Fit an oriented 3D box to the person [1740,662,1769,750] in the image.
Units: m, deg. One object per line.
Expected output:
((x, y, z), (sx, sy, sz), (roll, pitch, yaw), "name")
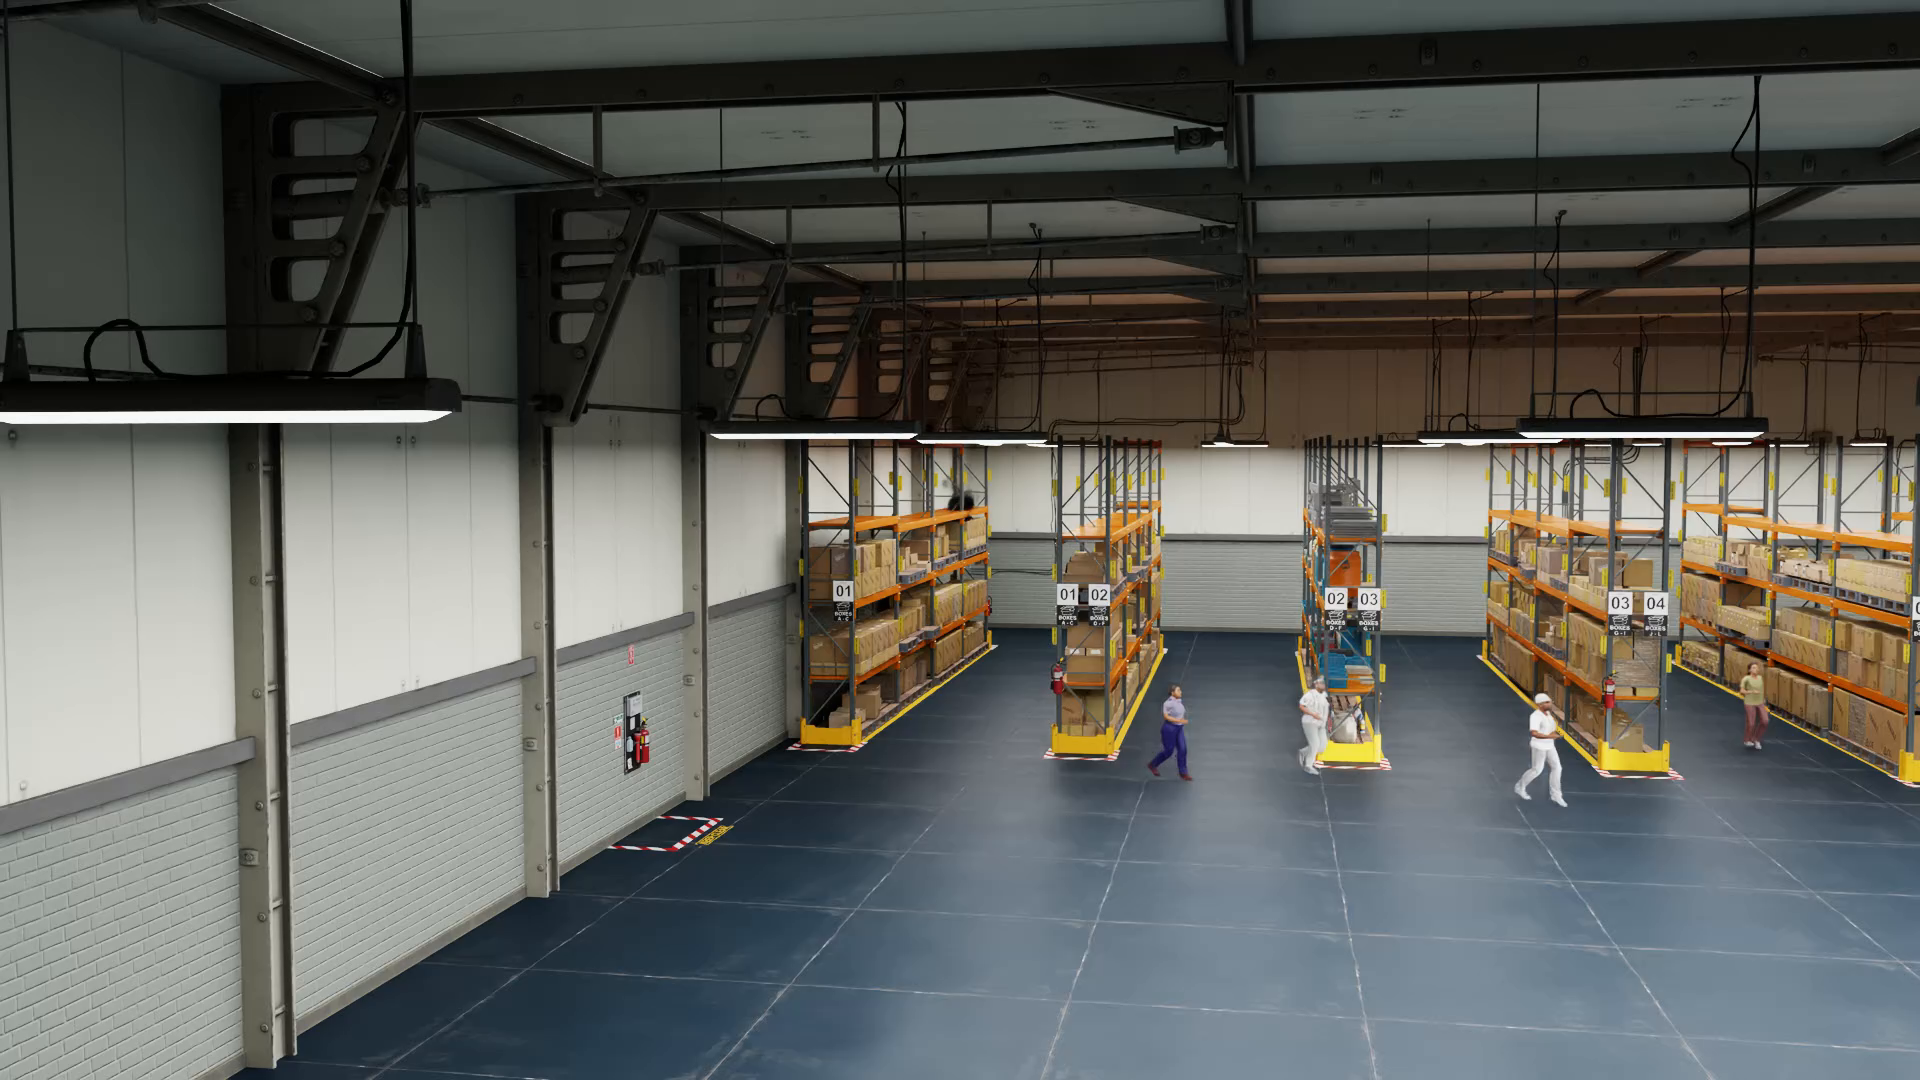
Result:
((15.200, 3.173, 31.797), (0.561, 1.678, 0.620), (0, 3, -2), "person")

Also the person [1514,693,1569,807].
((9.415, 3.384, 26.902), (0.842, 1.815, 0.700), (3, 4, 45), "person")

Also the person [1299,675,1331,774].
((6.340, 3.263, 29.648), (0.694, 1.731, 0.630), (-2, 4, -33), "person")

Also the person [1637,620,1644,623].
((17.905, 2.496, 43.795), (0.670, 1.766, 0.857), (1, 3, 17), "person")

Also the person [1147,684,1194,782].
((3.676, 3.340, 28.899), (0.826, 1.680, 0.626), (2, 4, 34), "person")
